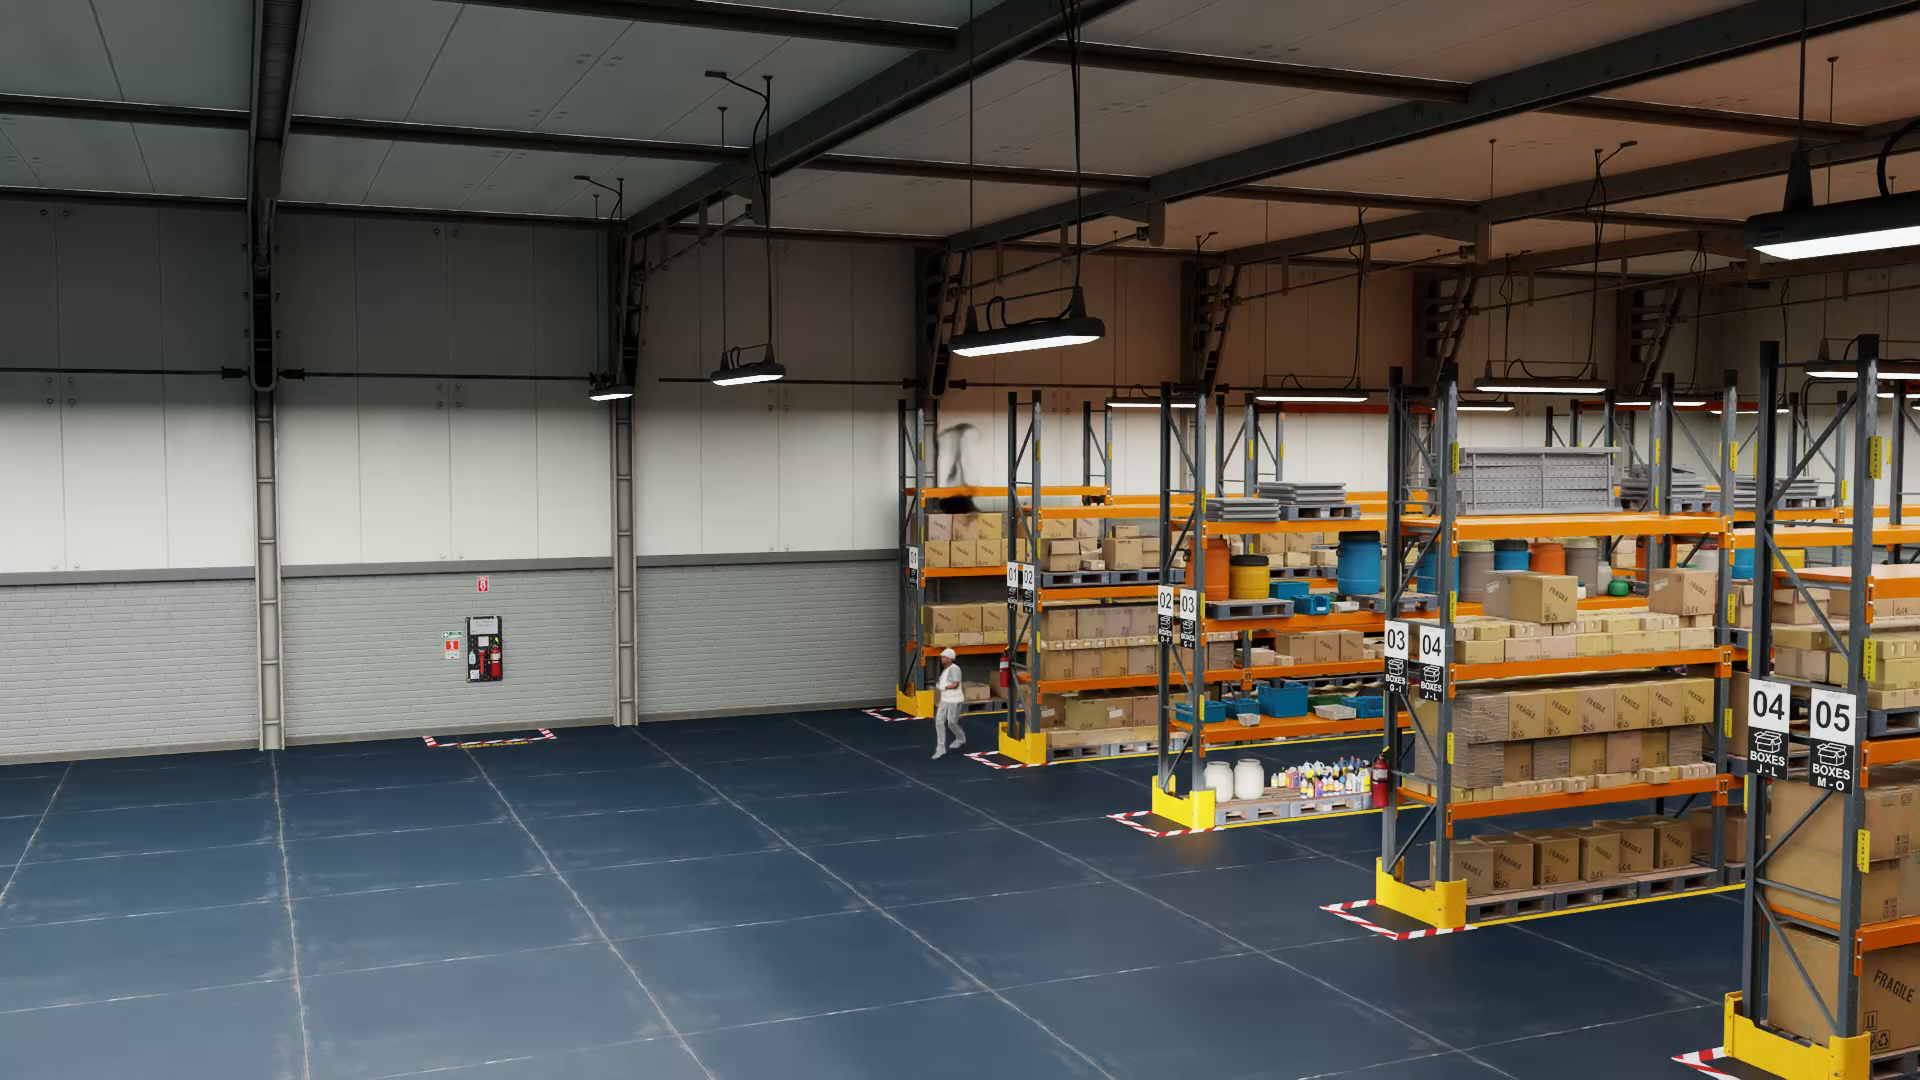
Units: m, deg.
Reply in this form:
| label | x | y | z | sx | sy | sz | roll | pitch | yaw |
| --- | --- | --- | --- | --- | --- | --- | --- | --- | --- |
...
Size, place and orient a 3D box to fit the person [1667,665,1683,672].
| label | x | y | z | sx | sy | sz | roll | pitch | yaw |
| --- | --- | --- | --- | --- | --- | --- | --- | --- | --- |
| person | 13.031 | 2.518 | 30.228 | 0.940 | 1.831 | 0.739 | -2 | 4 | -26 |

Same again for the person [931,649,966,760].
| label | x | y | z | sx | sy | sz | roll | pitch | yaw |
| --- | --- | --- | --- | --- | --- | --- | --- | --- | --- |
| person | -0.197 | 2.685 | 27.423 | 0.846 | 1.796 | 0.765 | -2 | 4 | -34 |

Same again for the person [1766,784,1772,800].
| label | x | y | z | sx | sy | sz | roll | pitch | yaw |
| --- | --- | --- | --- | --- | --- | --- | --- | --- | --- |
| person | 11.062 | 2.983 | 22.469 | 0.760 | 1.733 | 0.669 | -2 | 4 | -29 |
